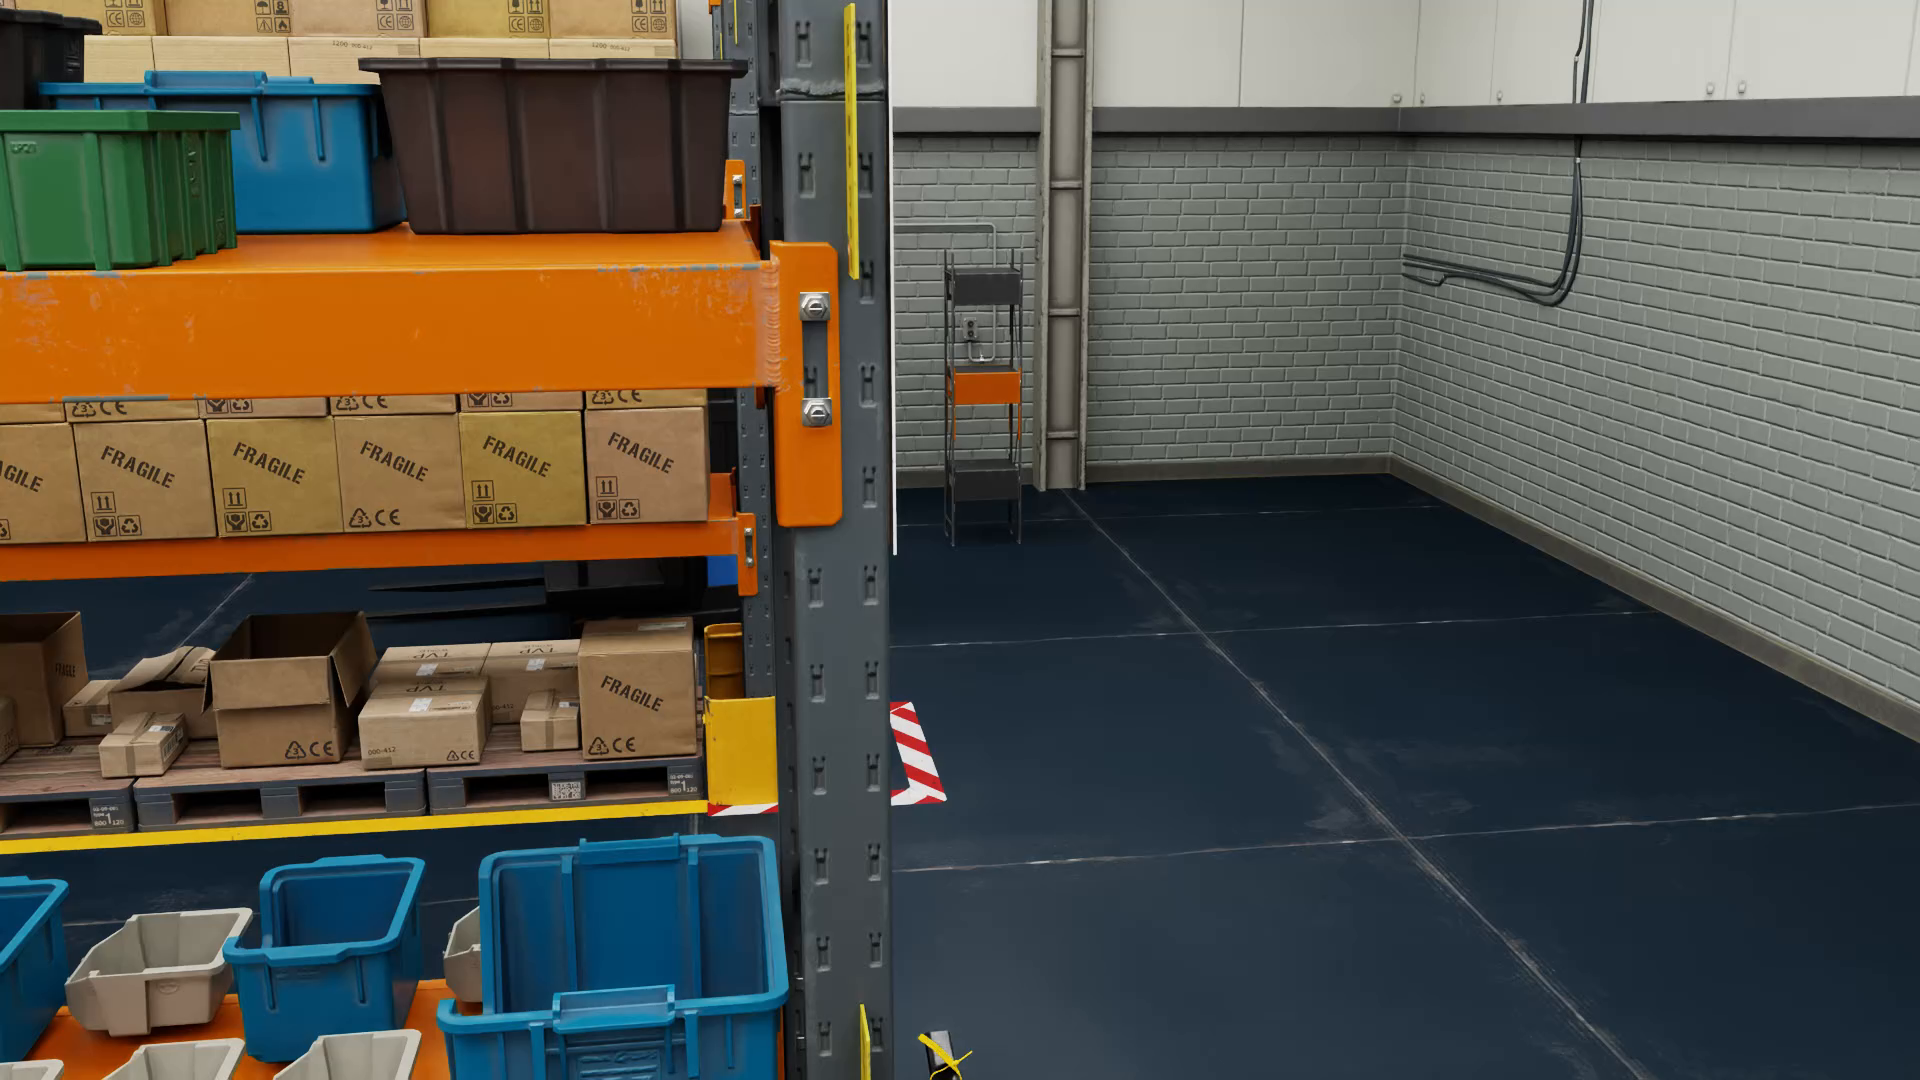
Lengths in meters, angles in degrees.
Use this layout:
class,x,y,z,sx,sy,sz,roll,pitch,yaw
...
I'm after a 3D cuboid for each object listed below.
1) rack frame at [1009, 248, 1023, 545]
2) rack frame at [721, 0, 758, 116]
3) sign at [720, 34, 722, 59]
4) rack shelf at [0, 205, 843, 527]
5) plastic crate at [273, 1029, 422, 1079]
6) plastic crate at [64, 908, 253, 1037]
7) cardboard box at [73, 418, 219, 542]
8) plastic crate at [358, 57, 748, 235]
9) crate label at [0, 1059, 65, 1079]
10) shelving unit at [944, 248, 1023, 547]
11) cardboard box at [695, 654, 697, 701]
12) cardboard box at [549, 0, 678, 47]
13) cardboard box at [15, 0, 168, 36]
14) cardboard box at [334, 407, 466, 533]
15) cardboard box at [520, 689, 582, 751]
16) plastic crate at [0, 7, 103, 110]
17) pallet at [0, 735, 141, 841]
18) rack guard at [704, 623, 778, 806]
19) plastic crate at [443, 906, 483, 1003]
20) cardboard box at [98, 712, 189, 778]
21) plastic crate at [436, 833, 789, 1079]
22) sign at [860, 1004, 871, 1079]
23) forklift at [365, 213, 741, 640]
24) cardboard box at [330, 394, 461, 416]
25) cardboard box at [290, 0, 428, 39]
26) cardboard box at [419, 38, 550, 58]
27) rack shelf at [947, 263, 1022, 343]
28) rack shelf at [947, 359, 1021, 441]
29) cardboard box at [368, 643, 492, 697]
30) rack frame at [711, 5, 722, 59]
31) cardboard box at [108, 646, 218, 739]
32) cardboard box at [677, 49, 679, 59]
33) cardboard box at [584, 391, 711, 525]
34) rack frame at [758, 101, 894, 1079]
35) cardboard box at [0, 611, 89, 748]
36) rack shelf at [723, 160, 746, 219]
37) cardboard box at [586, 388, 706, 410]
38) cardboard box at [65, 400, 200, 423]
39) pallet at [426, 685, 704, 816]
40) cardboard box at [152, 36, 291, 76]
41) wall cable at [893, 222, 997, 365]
class,x,y,z,sx,sy,sz,roll,pitch,yaw
rack frame,0.405,-1.033,12.026,0.015,2.100,0.400,-2,14,-8
rack frame,-0.966,-3.318,6.952,0.127,3.000,1.000,-2,14,-8
sign,-1.641,-3.314,11.447,0.005,0.325,0.100,-2,14,-8
rack shelf,-2.210,-0.250,2.364,4.000,0.370,1.077,-2,14,-8
plastic crate,-1.011,0.956,2.663,0.243,0.136,0.396,-2,14,-8
plastic crate,-1.526,0.829,3.170,0.298,0.136,0.250,-2,14,-8
cardboard box,-3.376,-0.301,7.051,0.500,0.500,0.500,-2,14,-9
plastic crate,-0.654,-0.661,2.793,0.590,0.269,0.497,-2,14,-8
crate label,-1.572,0.979,2.572,0.243,0.136,0.396,-2,14,-8
shelving unit,0.164,-1.024,11.990,0.503,2.100,0.431,-2,14,-8
cardboard box,-1.432,0.694,8.244,0.250,0.149,0.380,-2,14,-8
cardboard box,-1.472,-2.374,7.093,0.500,0.500,0.700,-2,14,-8
cardboard box,-3.437,-2.282,6.726,0.500,0.500,0.700,-2,14,-8
cardboard box,-2.375,-0.338,7.198,0.500,0.500,0.500,-2,14,-8
cardboard box,-1.881,0.825,7.686,0.250,0.166,0.380,-2,14,-8
plastic crate,-1.784,-0.652,2.616,0.767,0.338,0.504,-2,14,-8
pallet,-4.242,1.065,7.541,1.213,0.211,1.003,-2,14,-8
rack guard,-1.041,0.807,7.975,0.348,0.500,1.175,-2,14,-8
plastic crate,-0.855,0.804,3.268,0.298,0.136,0.250,-2,14,-8
cardboard box,-3.620,0.901,7.382,0.250,0.166,0.380,-2,14,-8
plastic crate,-0.535,0.795,2.691,0.499,0.435,0.616,-2,14,-8
sign,-0.134,0.836,2.385,0.005,0.325,0.100,-2,14,-8
forklift,-2.065,-0.937,9.934,3.031,2.935,1.130,-4,15,-15
cardboard box,-2.377,-0.821,7.067,0.500,0.500,0.500,-2,14,-7
cardboard box,-2.457,-2.332,6.927,0.500,0.500,0.700,-2,14,-8
cardboard box,-1.931,-1.934,6.883,0.500,0.250,0.500,-2,14,-8
rack shelf,0.164,-1.690,11.823,0.480,0.518,0.431,-2,14,-8
rack shelf,0.164,-1.011,11.994,0.480,0.518,0.431,-2,14,-8
cardboard box,-2.535,0.700,8.012,0.500,0.250,0.500,-2,14,-8
rack frame,-1.708,-4.509,11.703,0.127,3.000,1.000,-2,14,-8
cardboard box,-3.659,0.712,7.840,0.500,0.311,0.500,-2,14,-8
cardboard box,-1.513,-2.076,7.450,0.500,0.250,0.500,-2,14,-8
cardboard box,-1.369,-0.375,7.344,0.500,0.500,0.500,-2,14,-7
rack frame,-0.232,0.784,2.930,0.127,3.000,1.000,-2,14,-8
cardboard box,-4.401,0.647,7.709,0.500,0.500,0.500,-2,14,-8
rack shelf,-2.944,-1.441,7.115,4.000,0.370,1.077,-2,14,-8
cardboard box,-1.365,-0.859,7.220,0.500,0.500,0.500,-2,14,-9
cardboard box,-3.395,-0.783,6.917,0.500,0.500,0.500,-3,14,-10
pallet,-1.830,0.977,7.894,1.213,0.211,1.003,-2,14,-8
cardboard box,-2.919,-1.897,6.736,0.500,0.250,0.500,-2,14,-8
wall cable,-0.583,-2.366,13.401,1.851,1.984,0.084,-2,14,-8
